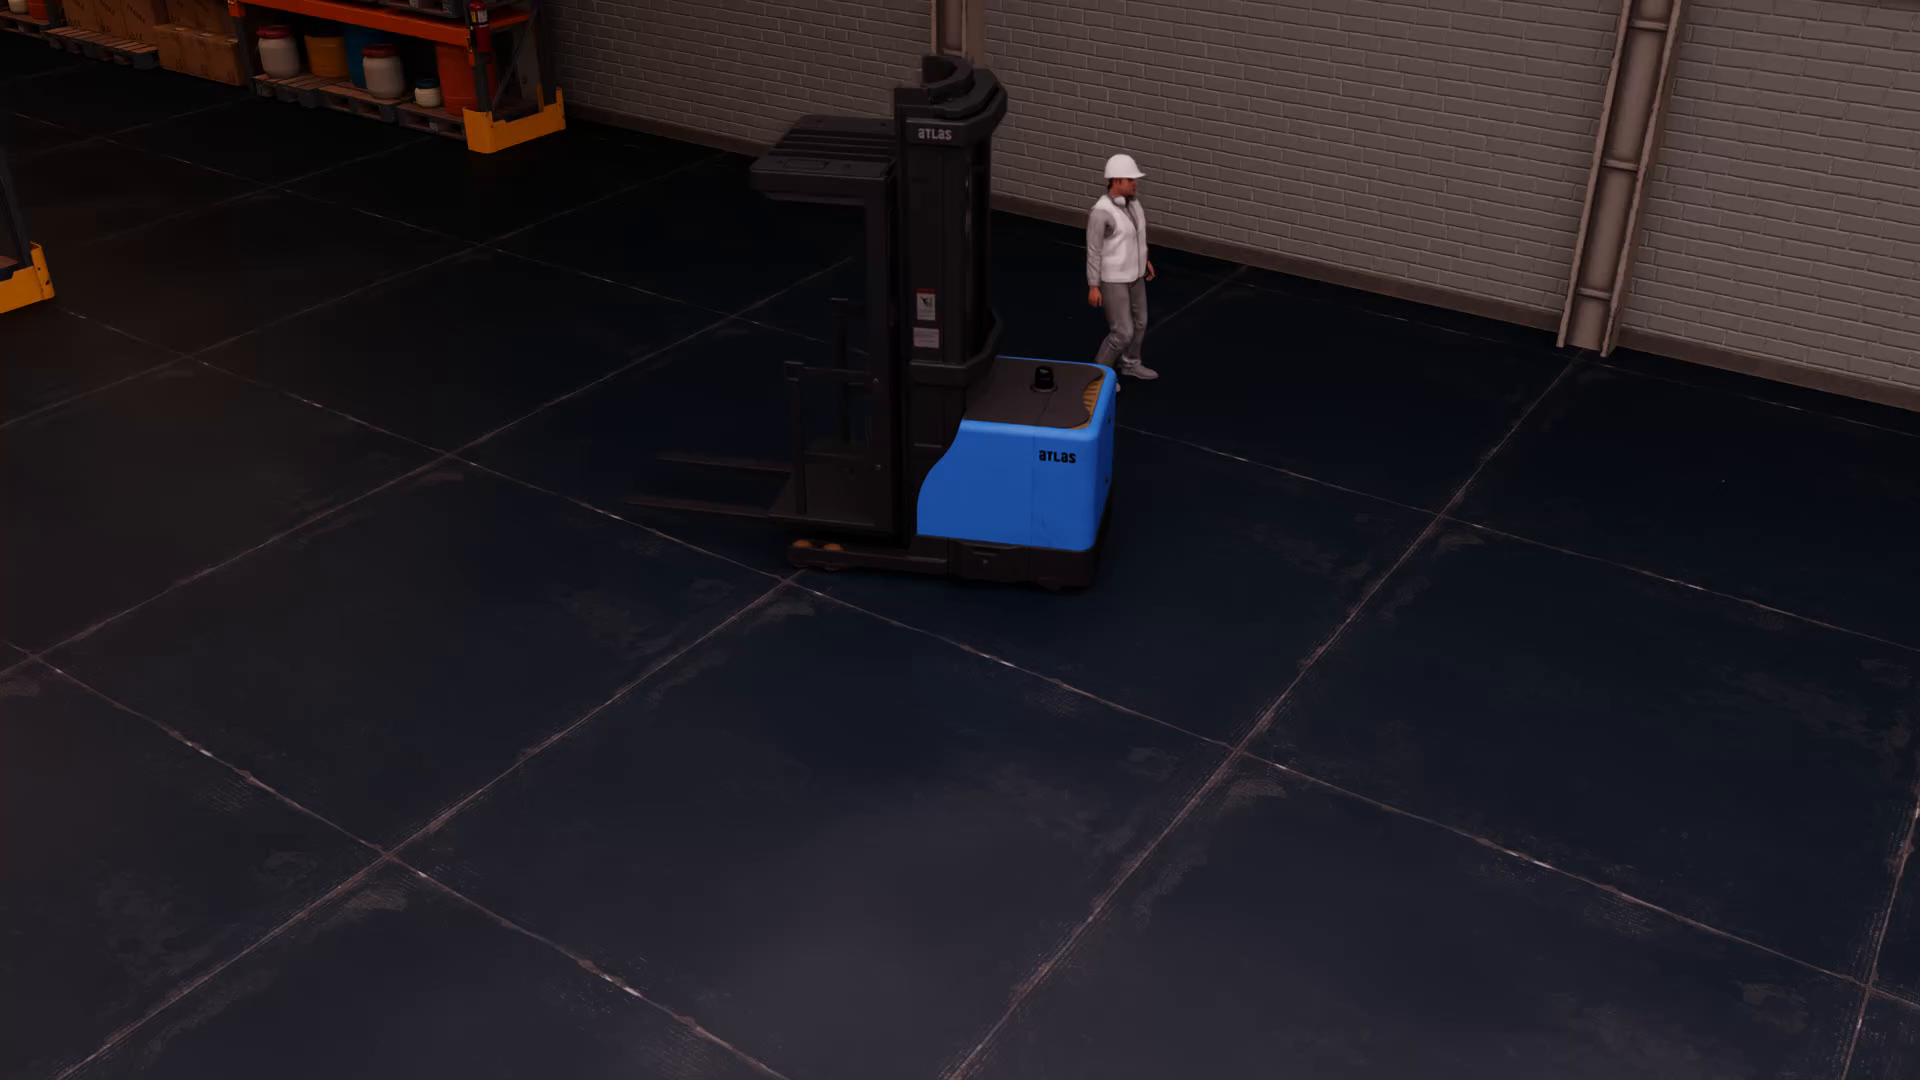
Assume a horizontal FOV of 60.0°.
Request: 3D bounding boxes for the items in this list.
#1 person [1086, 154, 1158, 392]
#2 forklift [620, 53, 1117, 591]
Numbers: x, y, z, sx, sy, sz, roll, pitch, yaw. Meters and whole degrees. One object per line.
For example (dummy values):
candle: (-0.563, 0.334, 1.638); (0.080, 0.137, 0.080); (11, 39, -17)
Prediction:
person: (1.177, -1.923, 12.059); (0.408, 1.762, 0.700); (20, 36, 30)
forklift: (-0.596, -1.330, 9.871); (3.031, 2.935, 1.130); (6, 31, 10)
